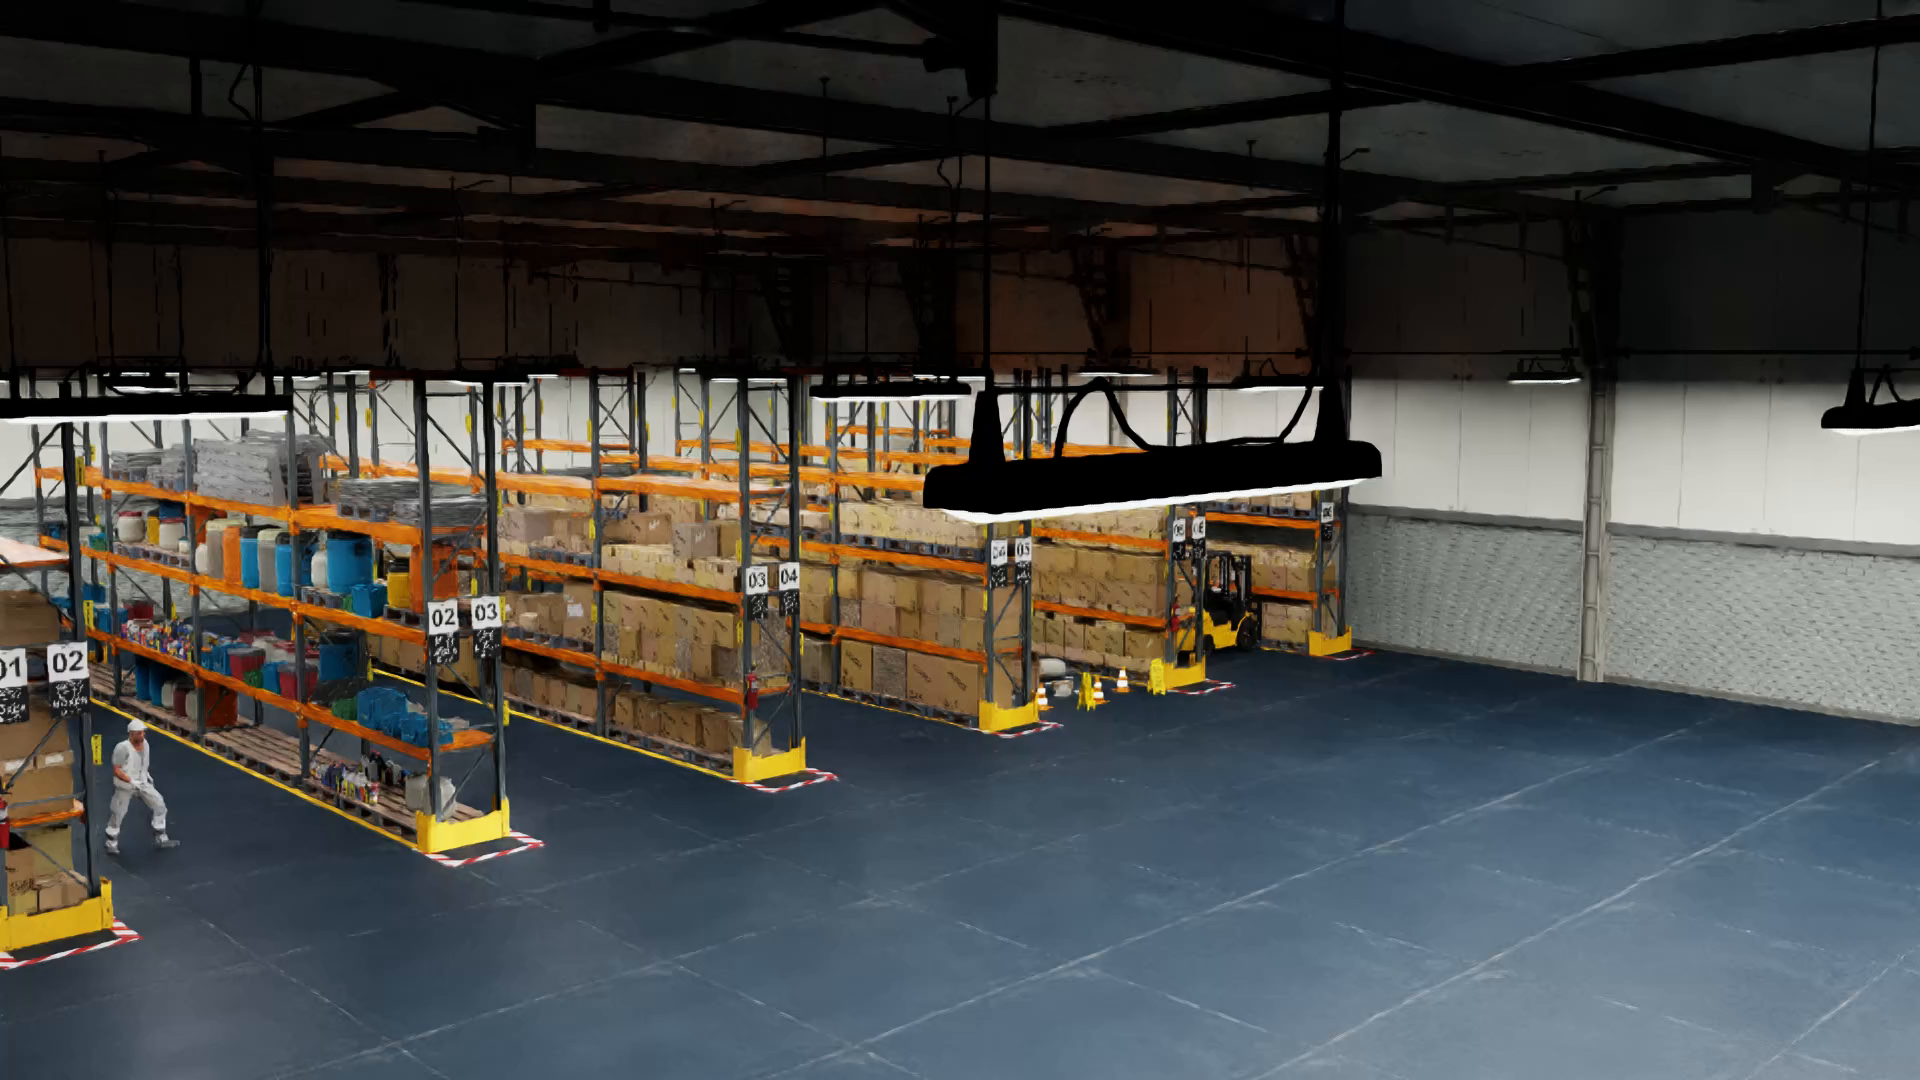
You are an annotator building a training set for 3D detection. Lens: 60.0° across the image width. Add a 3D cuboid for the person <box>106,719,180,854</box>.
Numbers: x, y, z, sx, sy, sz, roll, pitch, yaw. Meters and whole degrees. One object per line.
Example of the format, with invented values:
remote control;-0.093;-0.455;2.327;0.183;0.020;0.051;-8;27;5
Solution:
person;-10.438;3.099;21.018;0.793;1.722;0.675;3;7;26
